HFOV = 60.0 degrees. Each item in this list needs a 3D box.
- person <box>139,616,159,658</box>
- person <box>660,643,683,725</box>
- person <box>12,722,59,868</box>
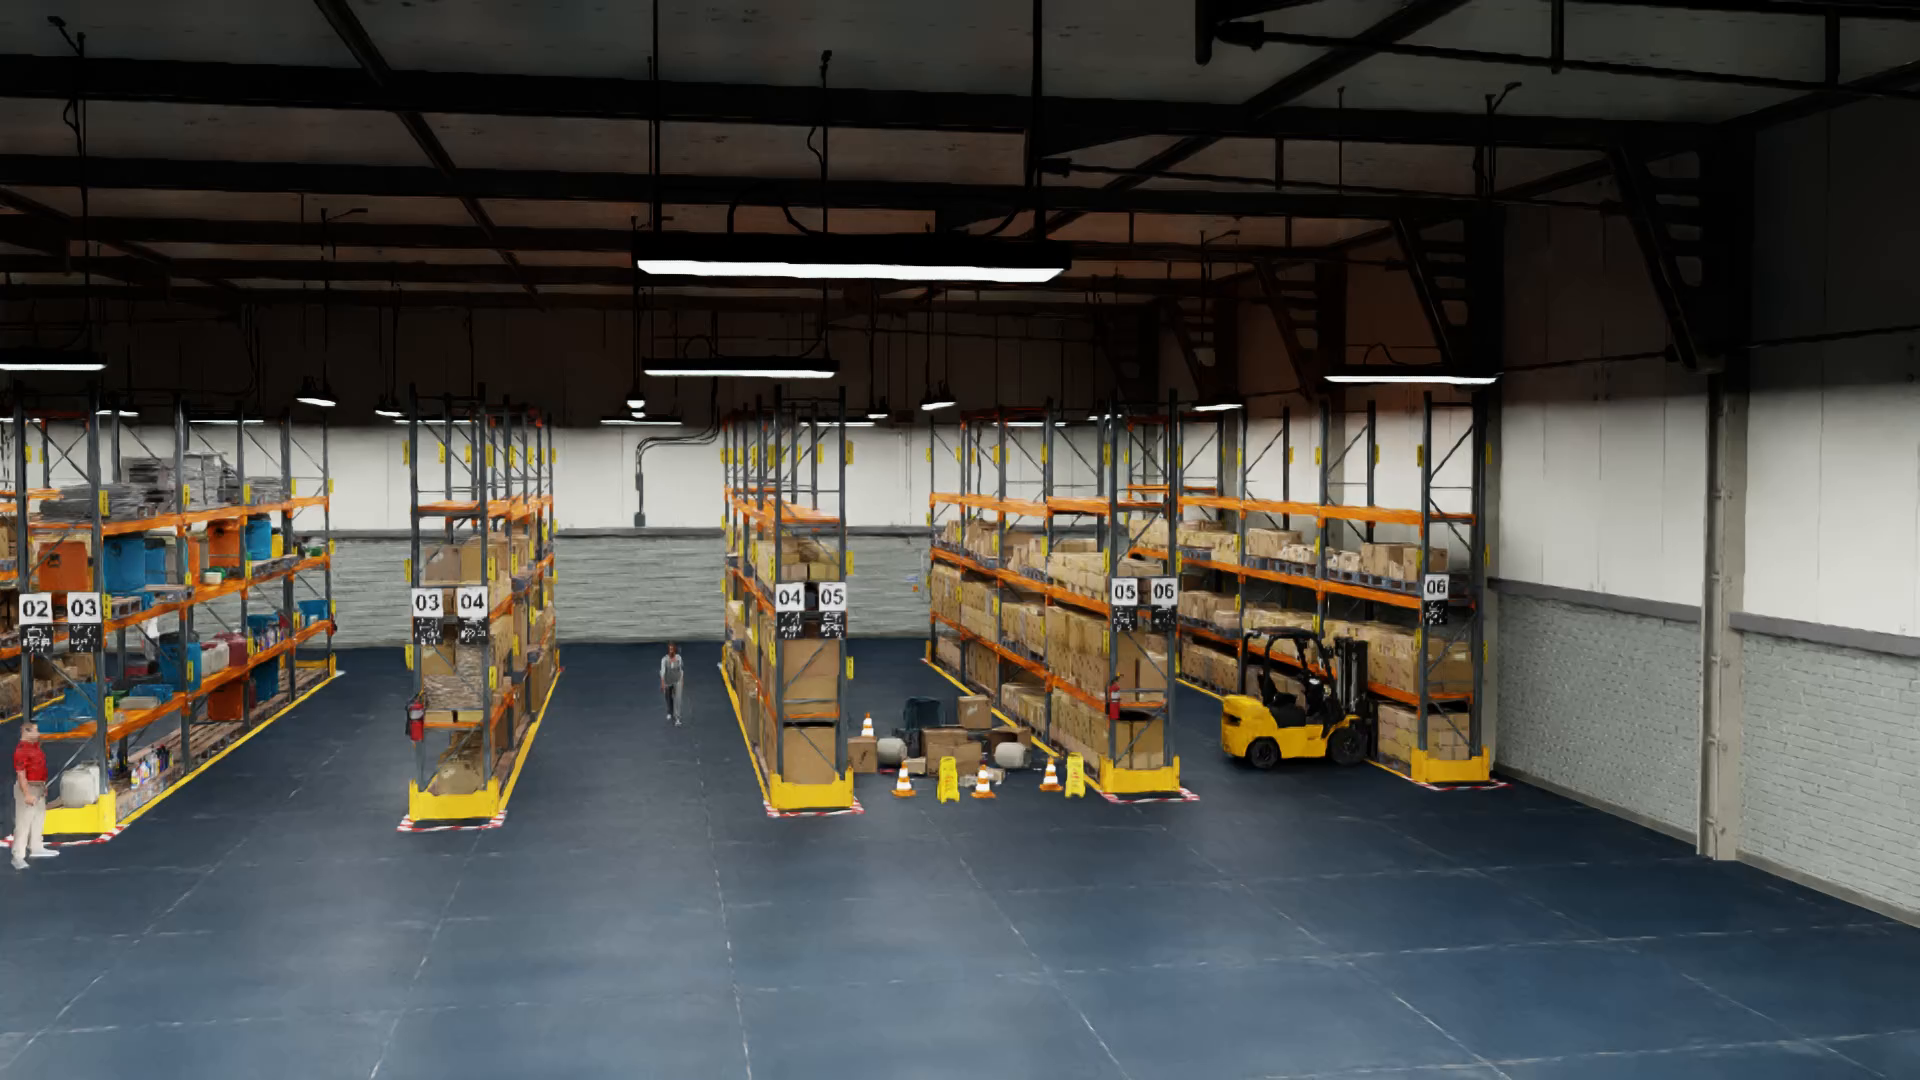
[{"bbox_3d":[-18.316,2.215,37.522,0.565,1.774,0.703,0,3,0],"label":"person"},{"bbox_3d":[-5.371,2.677,30.983,0.417,1.480,1.037,0,3,-8],"label":"person"},{"bbox_3d":[-11.384,3.086,20.390,0.401,1.735,0.689,0,3,-9],"label":"person"}]
